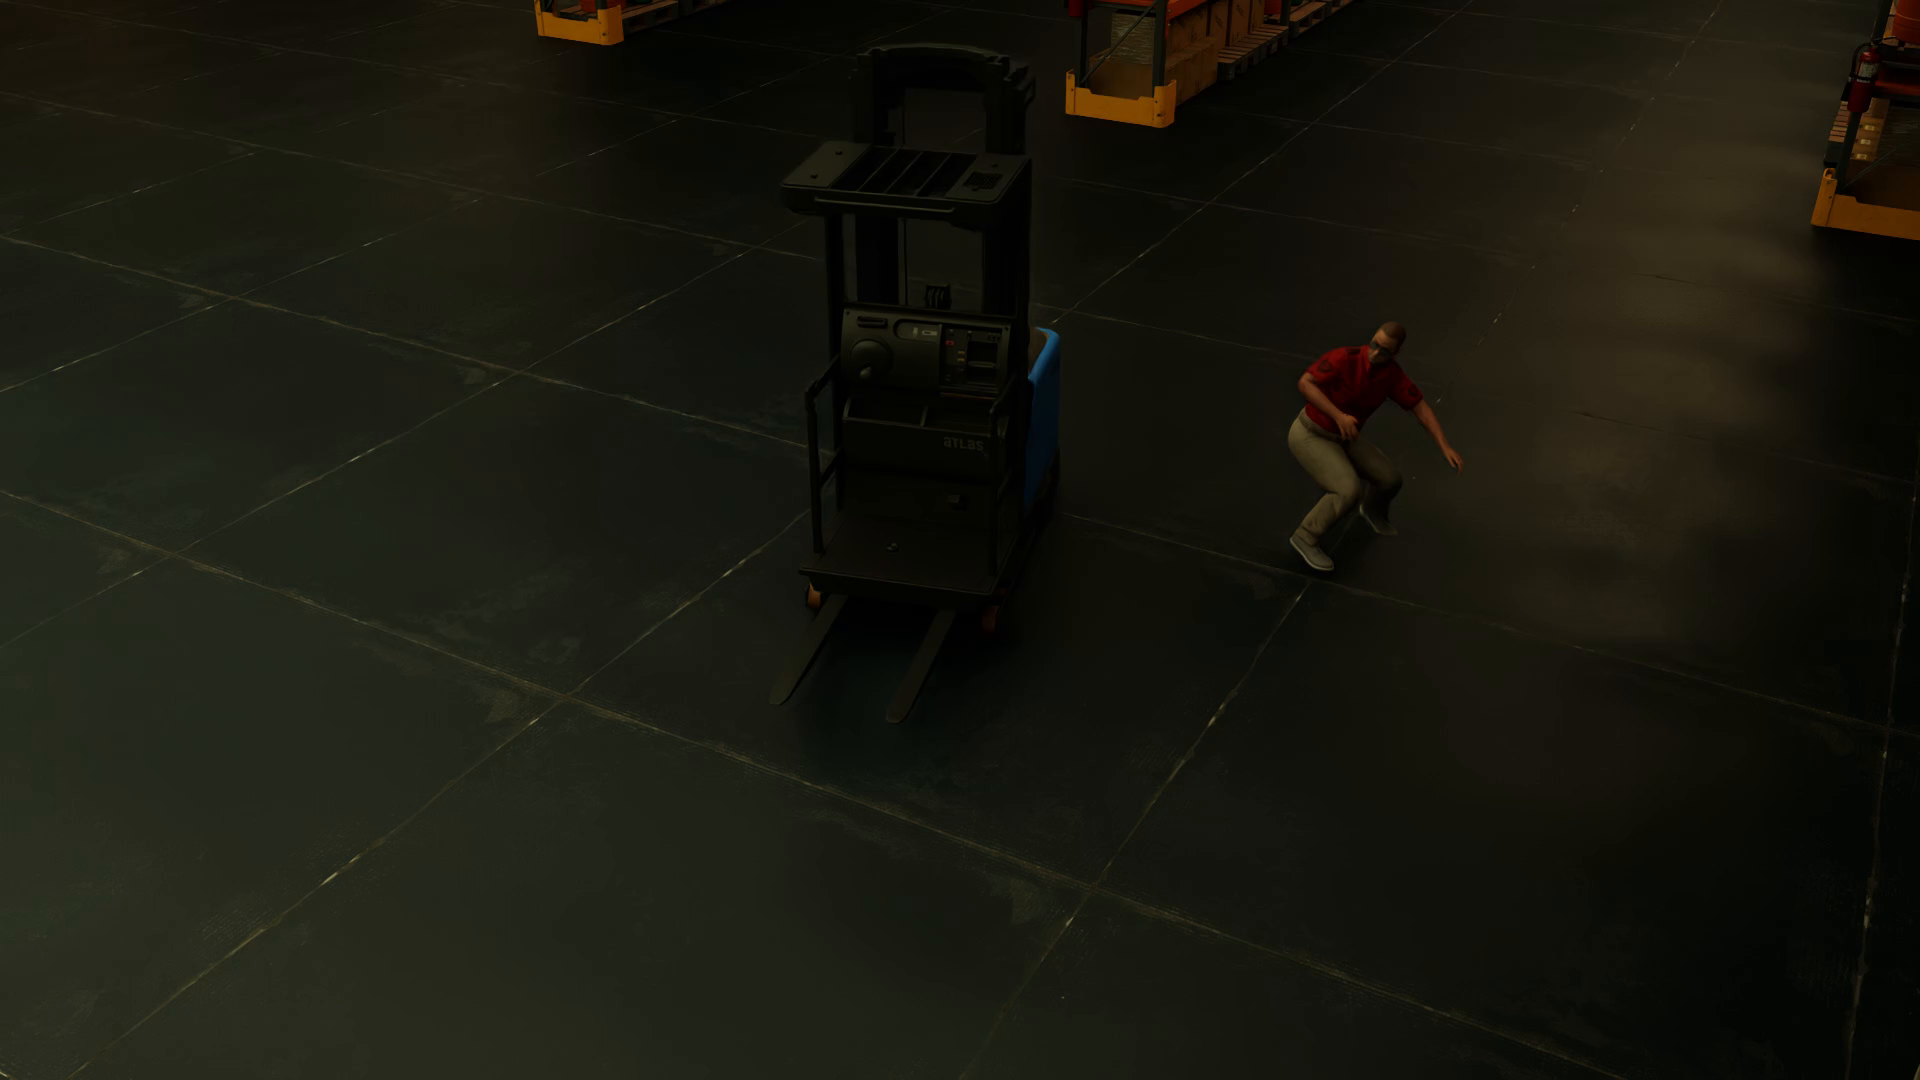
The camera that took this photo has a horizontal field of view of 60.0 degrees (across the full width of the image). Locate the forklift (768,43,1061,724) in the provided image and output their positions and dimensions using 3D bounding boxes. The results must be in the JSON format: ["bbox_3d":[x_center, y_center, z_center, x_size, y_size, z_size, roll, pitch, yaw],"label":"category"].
[{"bbox_3d":[-0.238,-0.965,8.743,1.130,2.935,3.031,7,31,13],"label":"forklift"}]

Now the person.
[{"bbox_3d":[2.345,-0.536,9.532,0.840,1.513,0.849,-21,36,-32],"label":"person"}]
